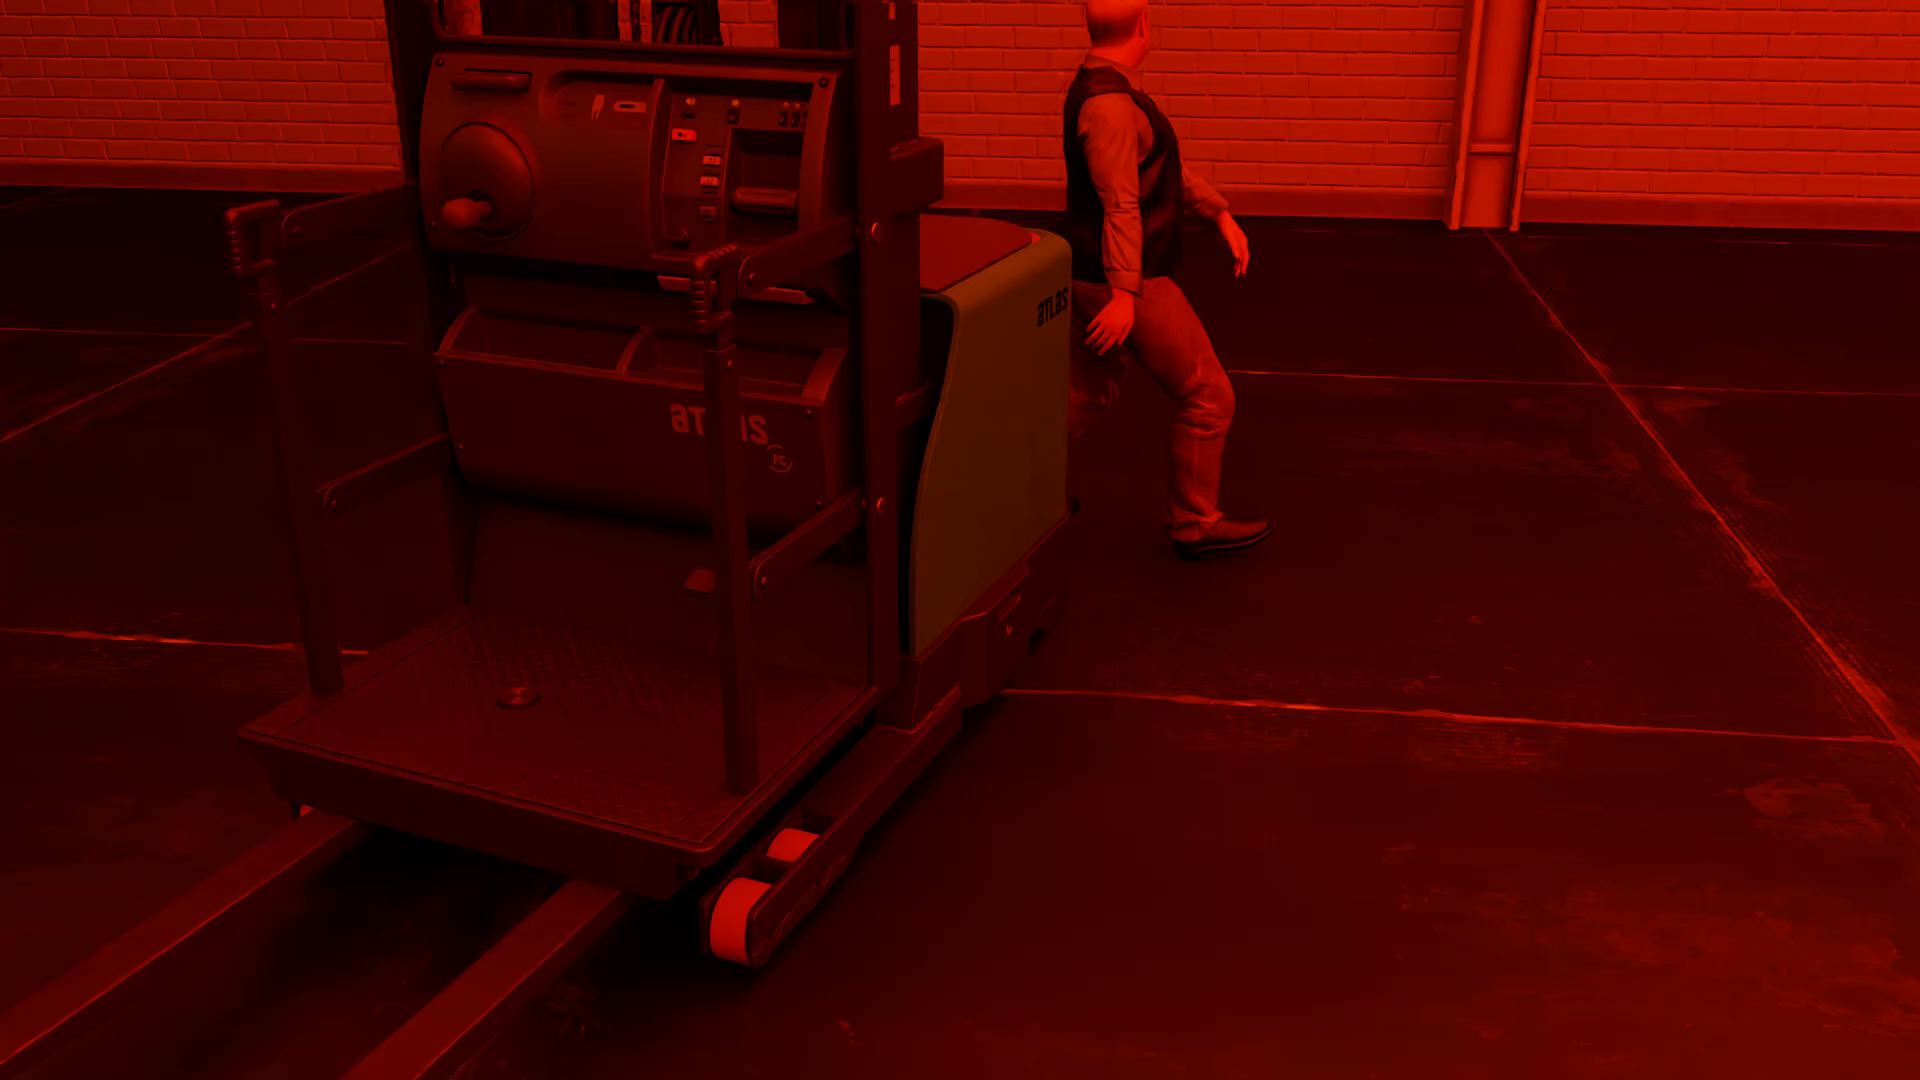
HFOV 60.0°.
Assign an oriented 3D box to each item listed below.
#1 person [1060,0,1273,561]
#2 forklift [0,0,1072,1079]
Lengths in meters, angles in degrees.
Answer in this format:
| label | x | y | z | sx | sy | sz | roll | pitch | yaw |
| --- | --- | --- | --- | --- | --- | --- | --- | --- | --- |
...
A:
| label | x | y | z | sx | sy | sz | roll | pitch | yaw |
| --- | --- | --- | --- | --- | --- | --- | --- | --- | --- |
| person | 0.511 | -0.759 | 4.853 | 0.838 | 1.658 | 0.675 | -2 | 22 | -5 |
| forklift | -0.748 | -0.730 | 3.066 | 1.130 | 2.935 | 3.031 | 9 | 24 | 22 |
